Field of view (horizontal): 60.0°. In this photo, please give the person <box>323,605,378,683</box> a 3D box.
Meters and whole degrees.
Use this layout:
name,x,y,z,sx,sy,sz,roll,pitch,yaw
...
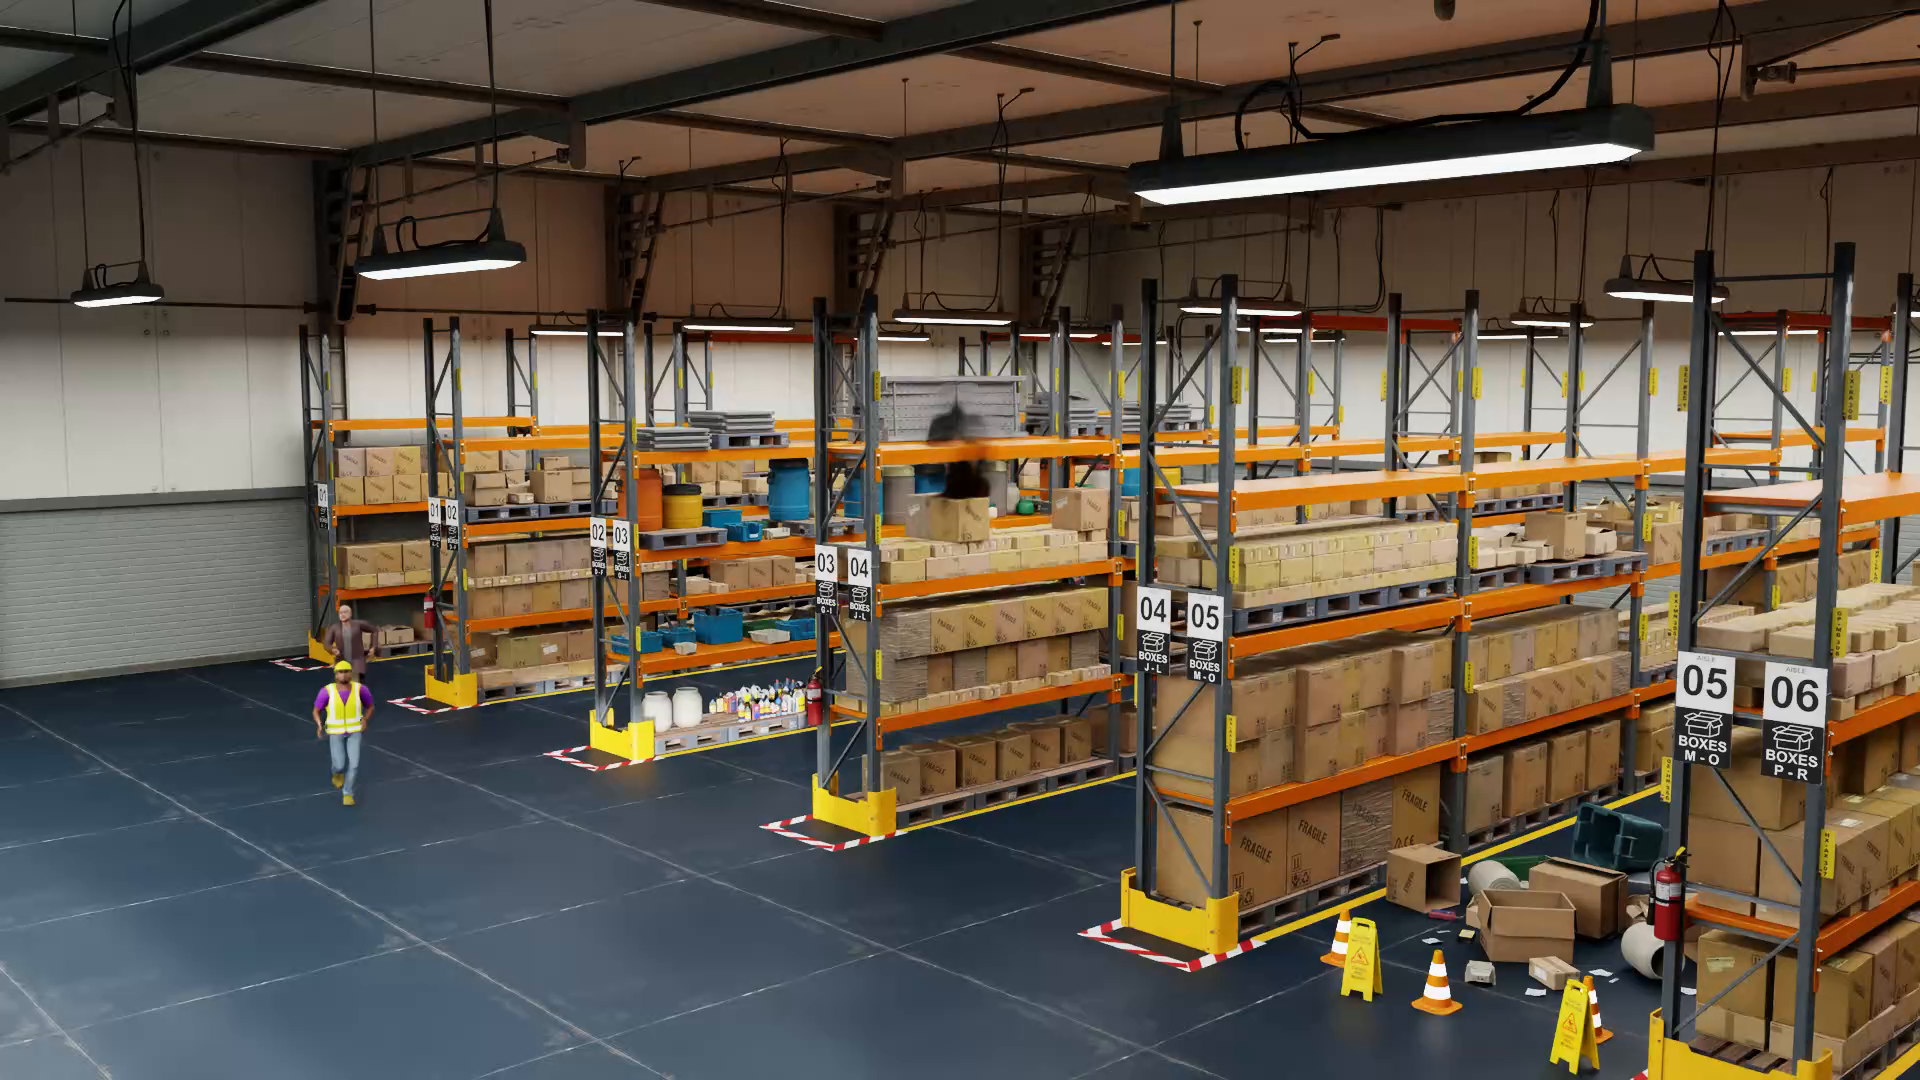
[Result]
name,x,y,z,sx,sy,sz,roll,pitch,yaw
person,-8.949,1.815,24.433,0.730,1.738,0.899,-1,6,-9

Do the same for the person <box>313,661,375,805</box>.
name,x,y,z,sx,sy,sz,roll,pitch,yaw
person,-7.385,2.298,19.986,0.702,1.721,0.589,-3,6,-24
